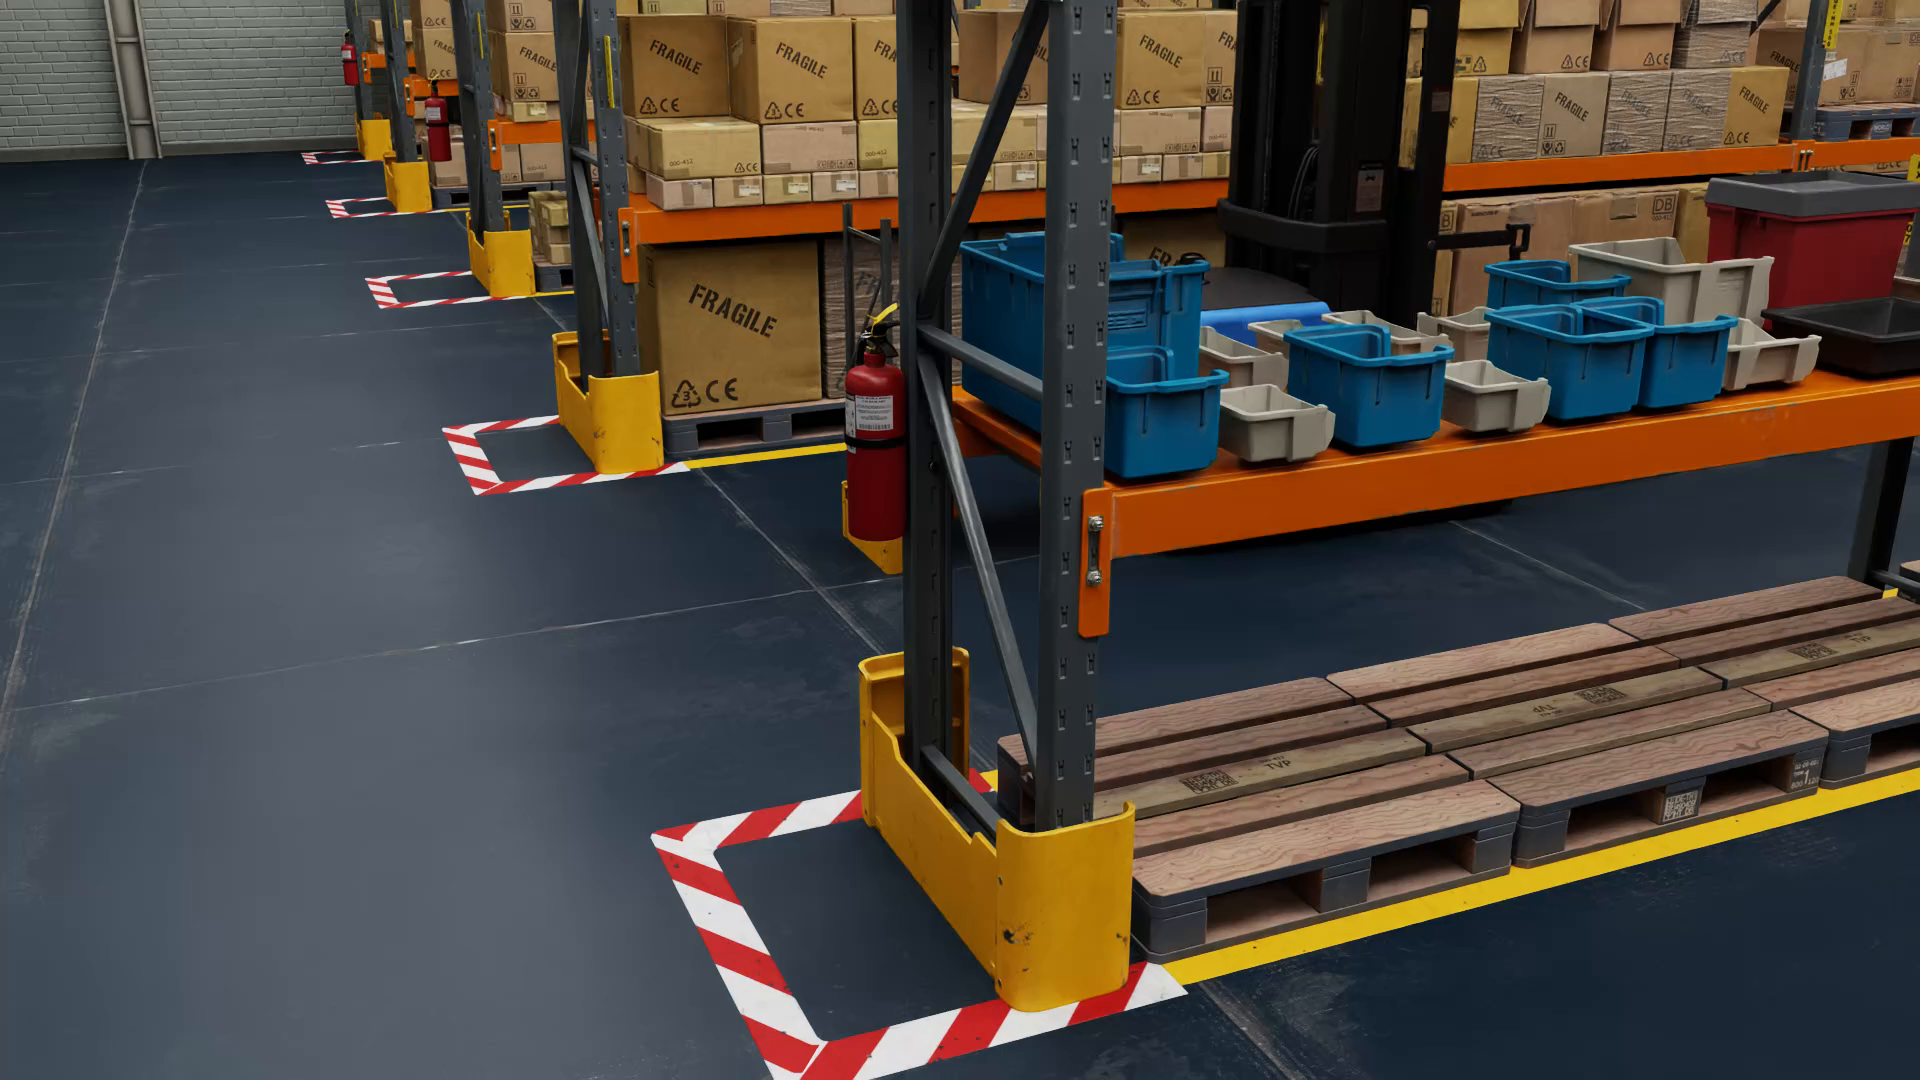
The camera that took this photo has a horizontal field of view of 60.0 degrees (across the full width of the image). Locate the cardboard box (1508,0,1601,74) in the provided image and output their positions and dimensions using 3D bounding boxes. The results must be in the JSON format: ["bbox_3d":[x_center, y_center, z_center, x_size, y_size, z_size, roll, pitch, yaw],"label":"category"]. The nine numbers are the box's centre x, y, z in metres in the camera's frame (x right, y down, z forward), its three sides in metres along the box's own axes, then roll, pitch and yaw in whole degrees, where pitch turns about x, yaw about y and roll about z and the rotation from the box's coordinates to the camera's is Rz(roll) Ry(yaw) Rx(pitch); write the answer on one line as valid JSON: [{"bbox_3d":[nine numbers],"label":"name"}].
[{"bbox_3d":[3.577,-3.250,10.574,0.637,0.503,0.797,-7,21,-20],"label":"cardboard box"}]

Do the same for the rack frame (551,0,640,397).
[{"bbox_3d":[-1.878,-1.943,8.524,0.127,3.000,1.000,-8,21,-22],"label":"rack frame"}]

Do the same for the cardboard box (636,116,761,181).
[{"bbox_3d":[-1.331,-1.994,8.445,0.500,0.250,0.500,-9,21,-23],"label":"cardboard box"}]

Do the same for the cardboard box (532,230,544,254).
[{"bbox_3d":[-3.349,-2.455,13.639,0.250,0.149,0.380,-8,21,-21],"label":"cardboard box"}]

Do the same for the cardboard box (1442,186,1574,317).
[{"bbox_3d":[3.194,-1.873,10.893,0.875,0.875,1.225,-9,21,-24],"label":"cardboard box"}]

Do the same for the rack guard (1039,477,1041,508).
[{"bbox_3d":[0.527,-0.193,7.695,0.087,0.250,0.587,-8,21,-22],"label":"rack guard"}]

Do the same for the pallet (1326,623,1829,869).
[{"bbox_3d":[1.975,0.627,5.425,1.213,0.211,1.003,-8,21,-22],"label":"pallet"}]

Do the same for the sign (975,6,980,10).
[{"bbox_3d":[0.145,-4.239,13.742,0.005,0.325,0.100,-8,21,-22],"label":"sign"}]

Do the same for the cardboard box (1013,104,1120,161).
[{"bbox_3d":[0.550,-2.265,9.216,0.500,0.250,0.500,-8,21,-21],"label":"cardboard box"}]

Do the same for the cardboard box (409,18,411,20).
[{"bbox_3d":[-6.982,-6.757,21.974,0.500,0.250,0.500,-8,21,-22],"label":"cardboard box"}]

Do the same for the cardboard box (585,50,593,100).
[{"bbox_3d":[-2.747,-3.710,12.942,0.500,0.500,0.500,-8,21,-22],"label":"cardboard box"}]

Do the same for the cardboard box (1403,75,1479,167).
[{"bbox_3d":[2.777,-2.567,10.146,0.500,0.500,0.500,-8,21,-22],"label":"cardboard box"}]

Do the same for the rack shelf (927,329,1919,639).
[{"bbox_3d":[1.920,-0.357,5.101,4.000,0.370,1.077,-8,21,-22],"label":"rack shelf"}]

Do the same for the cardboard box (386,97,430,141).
[{"bbox_3d":[-7.174,-5.551,21.896,0.637,0.503,0.797,-9,21,-24],"label":"cardboard box"}]

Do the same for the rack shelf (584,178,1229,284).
[{"bbox_3d":[-0.042,-1.867,9.391,4.000,0.370,1.077,-8,21,-22],"label":"rack shelf"}]

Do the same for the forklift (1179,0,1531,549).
[{"bbox_3d":[2.077,-1.638,7.761,3.031,2.935,1.130,-8,21,-20],"label":"forklift"}]

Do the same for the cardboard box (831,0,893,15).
[{"bbox_3d":[-0.874,-4.440,13.513,0.500,0.500,0.500,-9,21,-24],"label":"cardboard box"}]

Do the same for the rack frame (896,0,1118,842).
[{"bbox_3d":[0.084,-0.433,4.235,0.127,3.000,1.000,-8,21,-22],"label":"rack frame"}]

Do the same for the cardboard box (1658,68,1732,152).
[{"bbox_3d":[4.652,-2.839,10.917,0.500,0.500,0.500,-8,21,-22],"label":"cardboard box"}]

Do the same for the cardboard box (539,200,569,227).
[{"bbox_3d":[-3.134,-2.568,13.064,0.250,0.149,0.380,-9,21,-24],"label":"cardboard box"}]

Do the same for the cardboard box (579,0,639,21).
[{"bbox_3d":[-2.772,-4.175,12.758,0.500,0.500,0.500,-8,21,-20],"label":"cardboard box"}]

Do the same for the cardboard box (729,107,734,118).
[{"bbox_3d":[-1.072,-2.224,9.100,0.500,0.250,0.500,-9,21,-23],"label":"cardboard box"}]

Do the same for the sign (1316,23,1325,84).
[{"bbox_3d":[2.016,-2.746,9.382,0.005,0.325,0.100,-8,21,-22],"label":"sign"}]

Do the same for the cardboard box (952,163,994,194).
[{"bbox_3d":[-0.010,-1.974,8.989,0.250,0.149,0.380,-9,21,-23],"label":"cardboard box"}]

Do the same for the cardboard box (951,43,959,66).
[{"bbox_3d":[-0.208,-5.592,19.114,0.500,0.250,0.500,-9,21,-23],"label":"cardboard box"}]

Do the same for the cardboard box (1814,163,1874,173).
[{"bbox_3d":[9.538,-4.544,18.478,0.875,0.875,0.875,-9,21,-23],"label":"cardboard box"}]

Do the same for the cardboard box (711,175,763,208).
[{"bbox_3d":[-1.187,-1.805,8.510,0.250,0.149,0.380,-8,21,-23],"label":"cardboard box"}]

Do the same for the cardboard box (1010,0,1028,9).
[{"bbox_3d":[0.703,-6.319,19.295,0.500,0.500,0.500,-8,21,-21],"label":"cardboard box"}]

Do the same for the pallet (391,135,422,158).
[{"bbox_3d":[-6.972,-5.278,22.195,1.213,0.211,1.003,-8,21,-22],"label":"pallet"}]

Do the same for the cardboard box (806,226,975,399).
[{"bbox_3d":[-0.487,-1.367,9.456,0.875,0.875,0.875,-8,21,-22],"label":"cardboard box"}]

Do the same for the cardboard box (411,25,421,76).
[{"bbox_3d":[-5.466,-5.157,17.500,0.500,0.500,0.500,-8,21,-22],"label":"cardboard box"}]

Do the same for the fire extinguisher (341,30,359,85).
[{"bbox_3d":[-7.725,-6.106,21.025,0.183,0.674,0.296,-8,21,-22],"label":"fire extinguisher"}]

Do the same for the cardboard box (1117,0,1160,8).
[{"bbox_3d":[2.047,-6.392,19.928,0.500,0.500,0.500,-9,21,-23],"label":"cardboard box"}]

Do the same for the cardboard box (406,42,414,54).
[{"bbox_3d":[-7.147,-6.367,21.467,0.250,0.149,0.380,-8,21,-21],"label":"cardboard box"}]

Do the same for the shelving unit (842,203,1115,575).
[{"bbox_3d":[0.070,-0.717,7.301,1.083,1.500,0.587,-8,21,-22],"label":"shelving unit"}]

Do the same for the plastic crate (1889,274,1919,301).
[{"bbox_3d":[3.272,-0.845,5.713,0.243,0.136,0.396,-8,21,-22],"label":"plastic crate"}]

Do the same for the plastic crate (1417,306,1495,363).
[{"bbox_3d":[1.543,-0.622,5.078,0.250,0.136,0.298,-8,21,-22],"label":"plastic crate"}]

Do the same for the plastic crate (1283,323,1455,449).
[{"bbox_3d":[1.045,-0.401,4.306,0.300,0.233,0.416,-8,21,-22],"label":"plastic crate"}]

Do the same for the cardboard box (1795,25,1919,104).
[{"bbox_3d":[6.420,-3.428,11.959,0.500,0.500,0.700,-5,20,-14],"label":"cardboard box"}]

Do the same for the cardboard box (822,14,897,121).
[{"bbox_3d":[-0.398,-2.483,8.707,0.500,0.500,0.500,-9,21,-23],"label":"cardboard box"}]

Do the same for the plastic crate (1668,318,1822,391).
[{"bbox_3d":[2.277,-0.542,4.852,0.466,0.136,0.293,-8,21,-22],"label":"plastic crate"}]

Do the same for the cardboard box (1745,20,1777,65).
[{"bbox_3d":[8.098,-5.250,17.690,0.550,0.550,0.875,-8,21,-22],"label":"cardboard box"}]

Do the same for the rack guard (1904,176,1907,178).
[{"bbox_3d":[10.963,-4.398,19.260,0.348,0.500,1.175,-8,21,-22],"label":"rack guard"}]

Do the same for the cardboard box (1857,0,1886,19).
[{"bbox_3d":[9.549,-5.984,18.150,0.550,0.550,0.875,-8,21,-22],"label":"cardboard box"}]

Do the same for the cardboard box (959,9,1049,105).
[{"bbox_3d":[0.322,-2.775,9.537,0.500,0.500,0.500,-9,21,-24],"label":"cardboard box"}]

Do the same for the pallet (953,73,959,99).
[{"bbox_3d":[0.682,-3.961,14.544,1.213,0.211,1.003,-8,21,-22],"label":"pallet"}]

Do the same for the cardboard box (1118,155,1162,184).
[{"bbox_3d":[0.936,-2.109,9.375,0.250,0.149,0.380,-8,21,-21],"label":"cardboard box"}]

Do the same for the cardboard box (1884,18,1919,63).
[{"bbox_3d":[10.122,-5.503,18.409,0.550,0.550,0.875,-8,21,-22],"label":"cardboard box"}]
